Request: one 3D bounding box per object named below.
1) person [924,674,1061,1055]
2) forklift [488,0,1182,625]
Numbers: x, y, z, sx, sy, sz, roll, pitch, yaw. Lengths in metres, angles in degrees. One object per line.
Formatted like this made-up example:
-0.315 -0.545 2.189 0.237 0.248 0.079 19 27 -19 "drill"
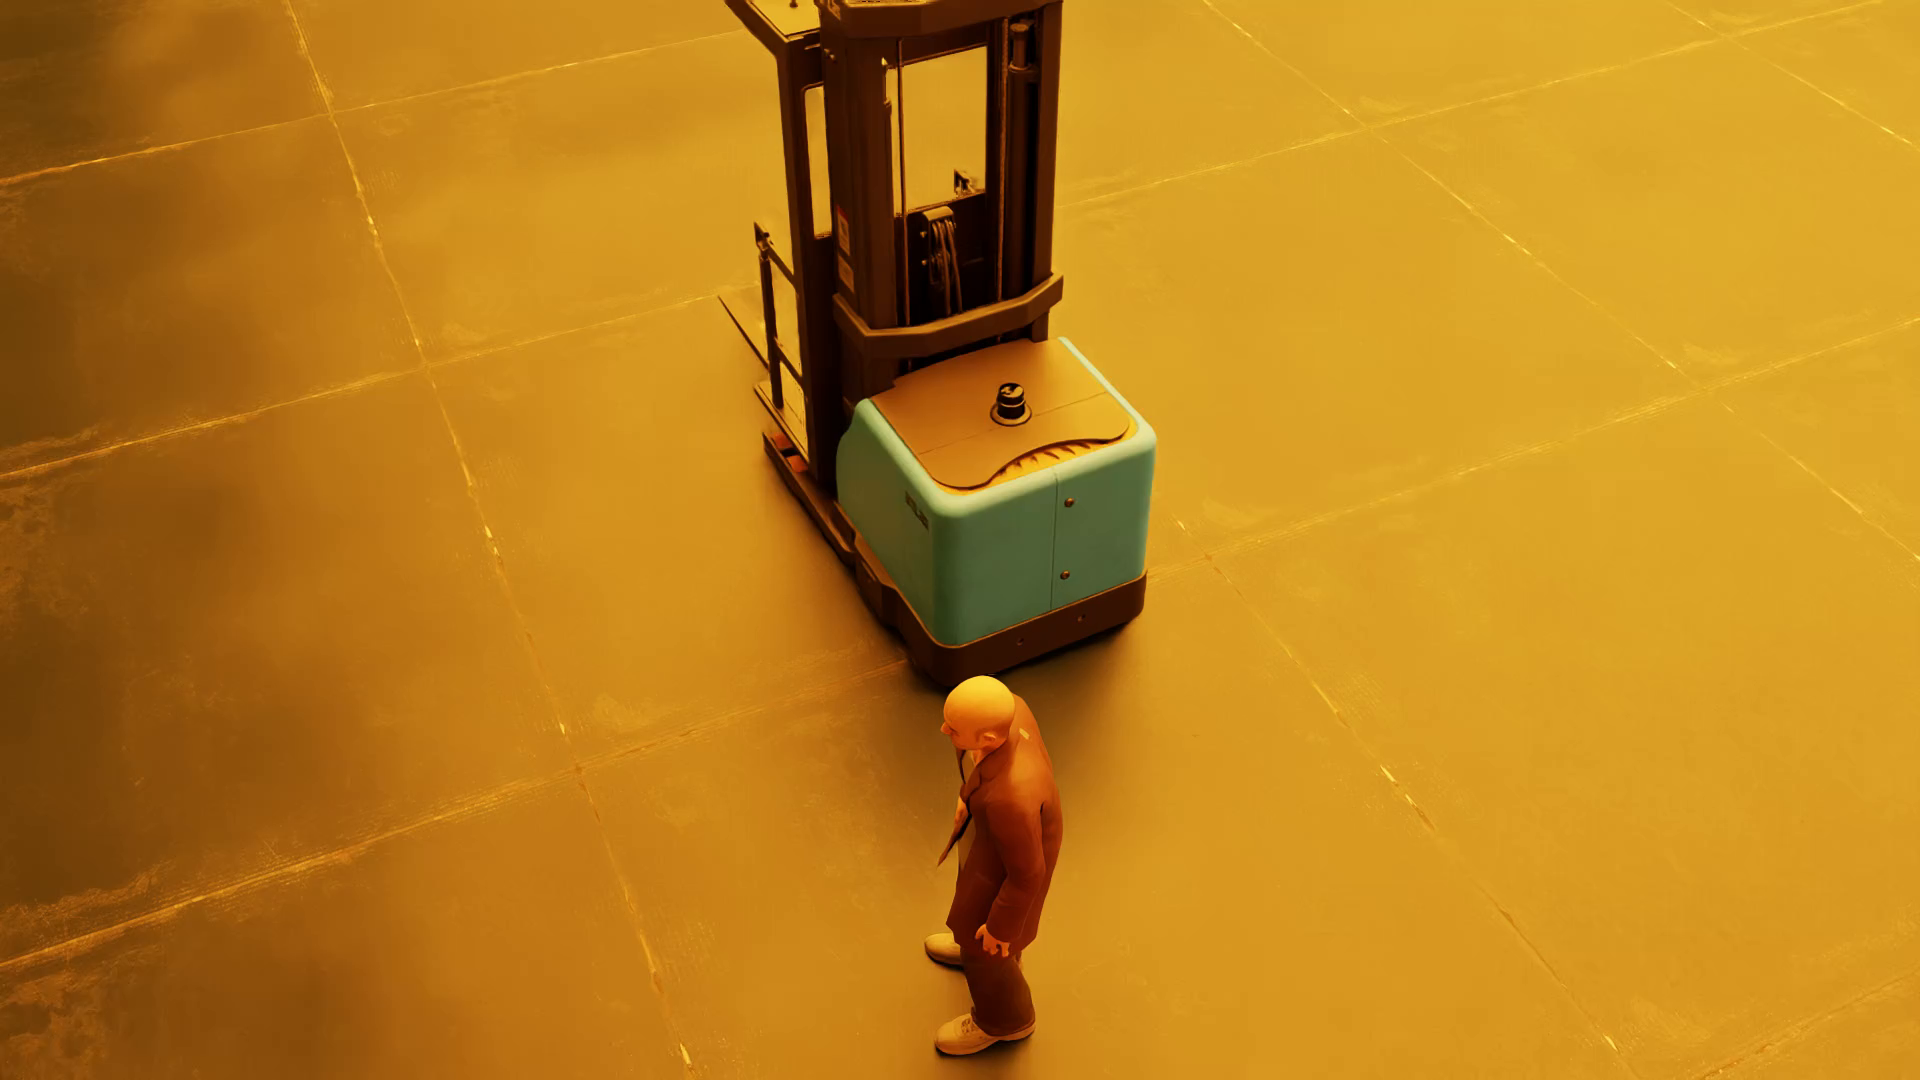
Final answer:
0.101 1.046 5.407 0.421 1.774 0.654 -4 43 -5 "person"
-0.592 -1.053 6.809 3.031 2.935 1.130 1 43 1 "forklift"
